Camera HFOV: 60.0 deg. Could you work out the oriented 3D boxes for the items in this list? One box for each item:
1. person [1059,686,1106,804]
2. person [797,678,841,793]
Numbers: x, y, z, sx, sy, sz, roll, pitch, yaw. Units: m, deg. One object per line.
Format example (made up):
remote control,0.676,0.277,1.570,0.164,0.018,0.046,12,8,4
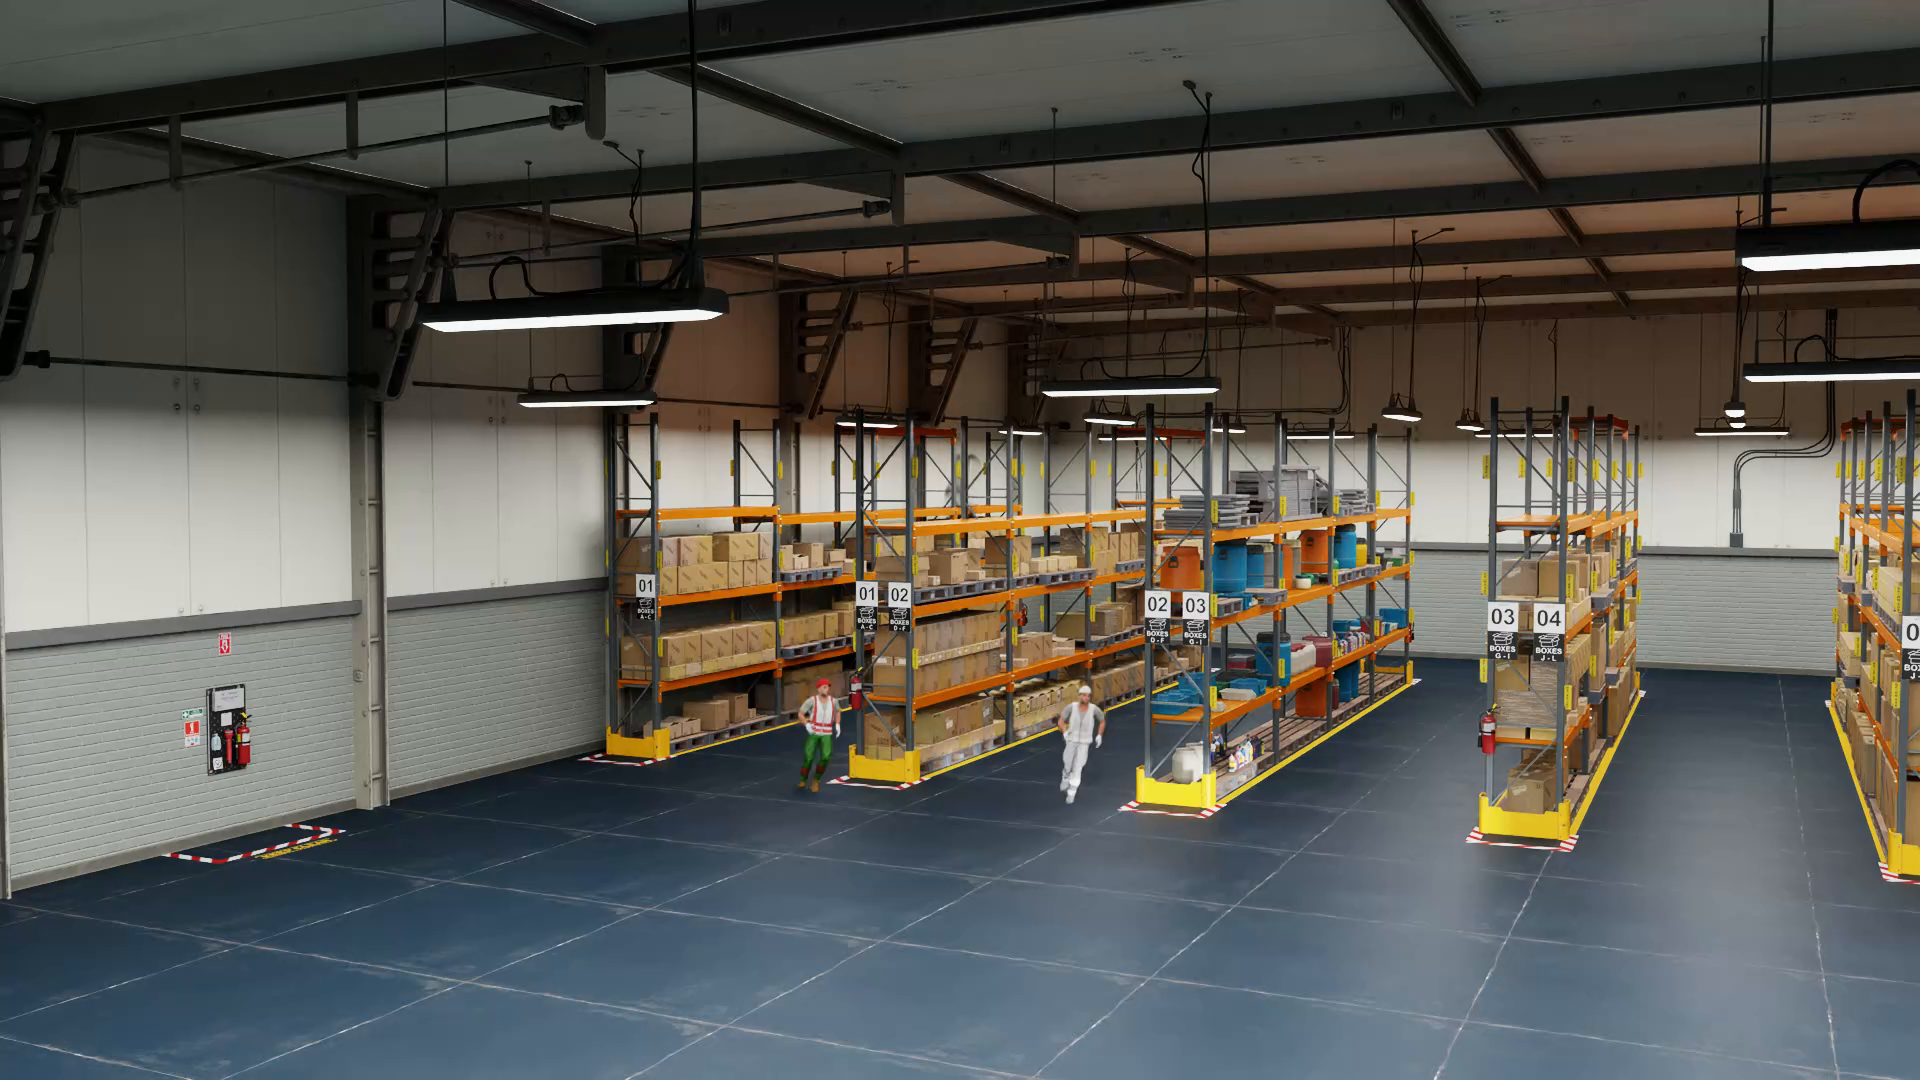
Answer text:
person,1.856,3.077,25.296,0.714,1.752,0.745,0,2,2
person,-2.168,3.039,25.902,0.717,1.762,0.642,-1,3,-17
